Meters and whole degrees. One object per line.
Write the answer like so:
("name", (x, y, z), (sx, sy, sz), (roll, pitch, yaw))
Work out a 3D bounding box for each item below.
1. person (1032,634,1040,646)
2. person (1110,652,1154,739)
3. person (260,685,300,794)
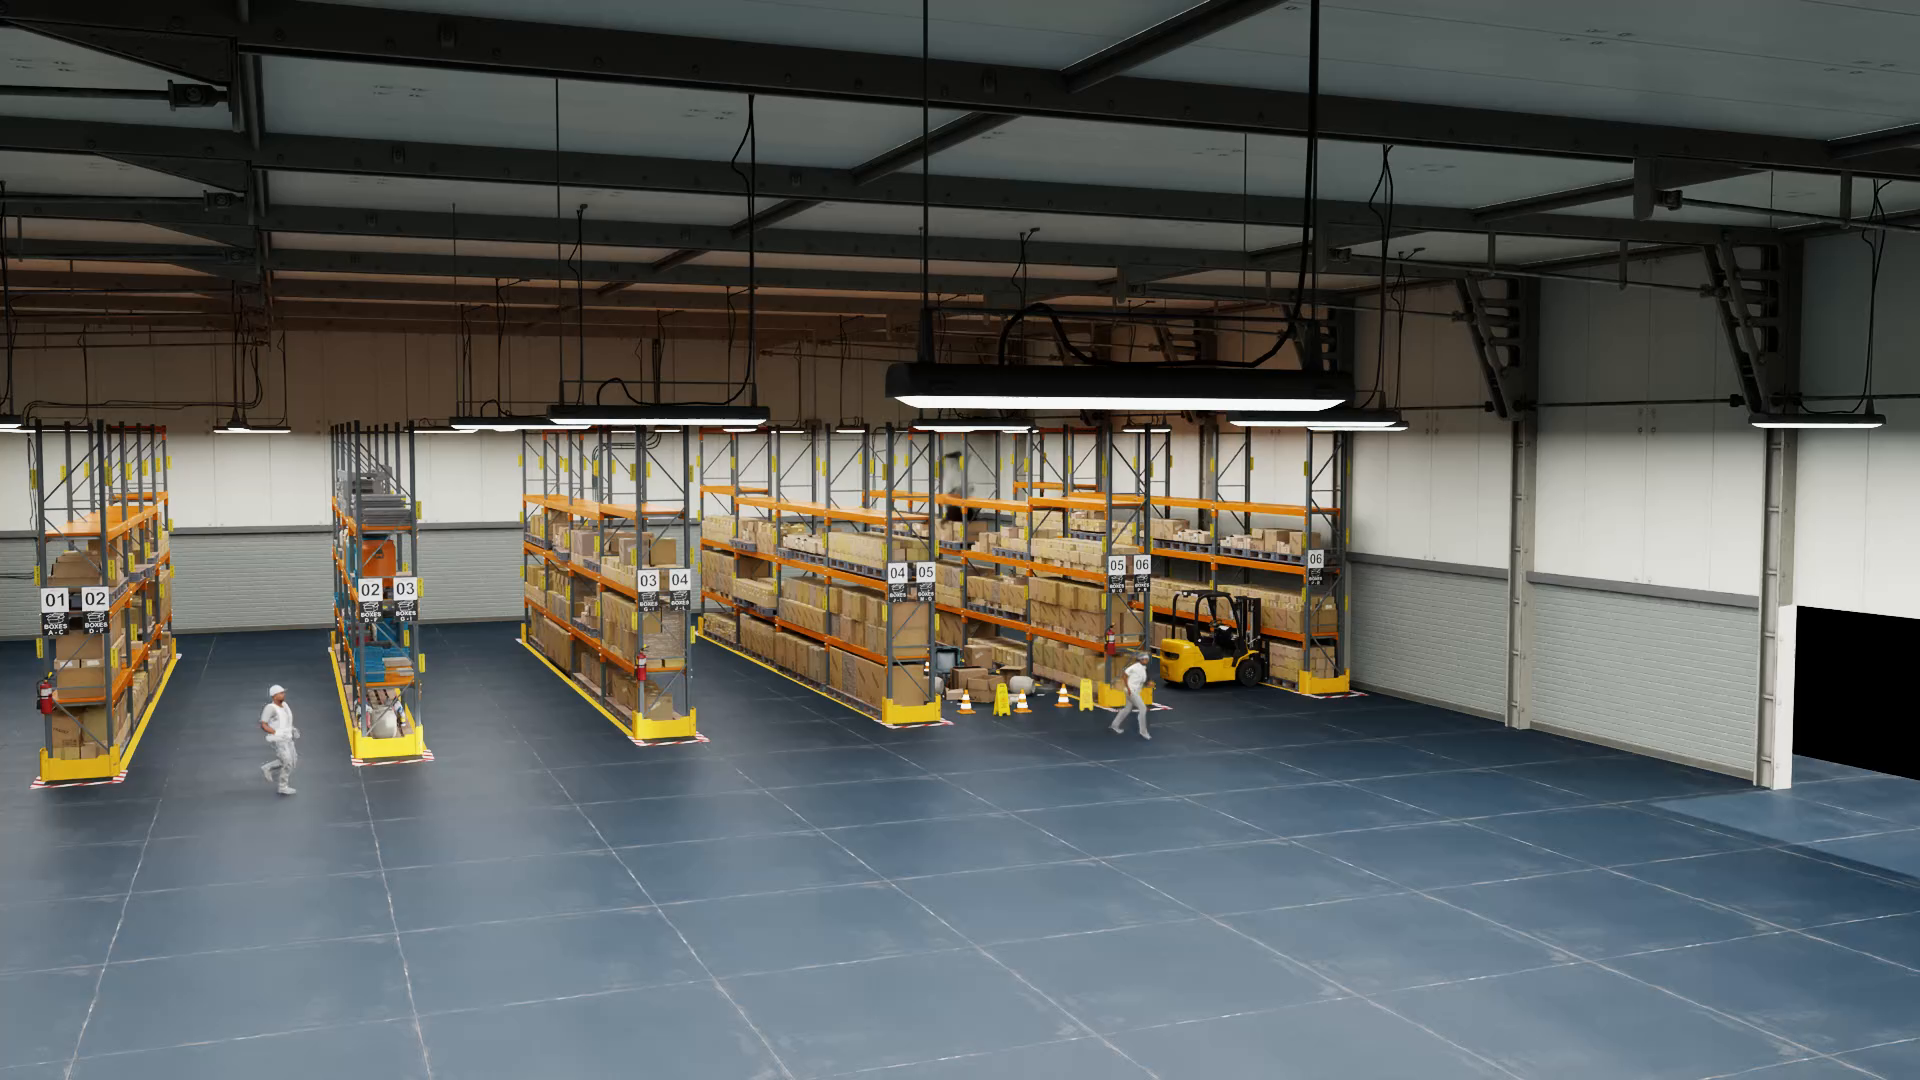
("person", (2.059, 2.120, 43.502), (0.671, 1.776, 0.991), (-1, 4, -21))
("person", (3.256, 2.940, 31.624), (0.889, 1.682, 0.572), (2, 4, 27))
("person", (-10.961, 3.194, 26.658), (0.616, 1.740, 0.683), (0, 4, 5))
